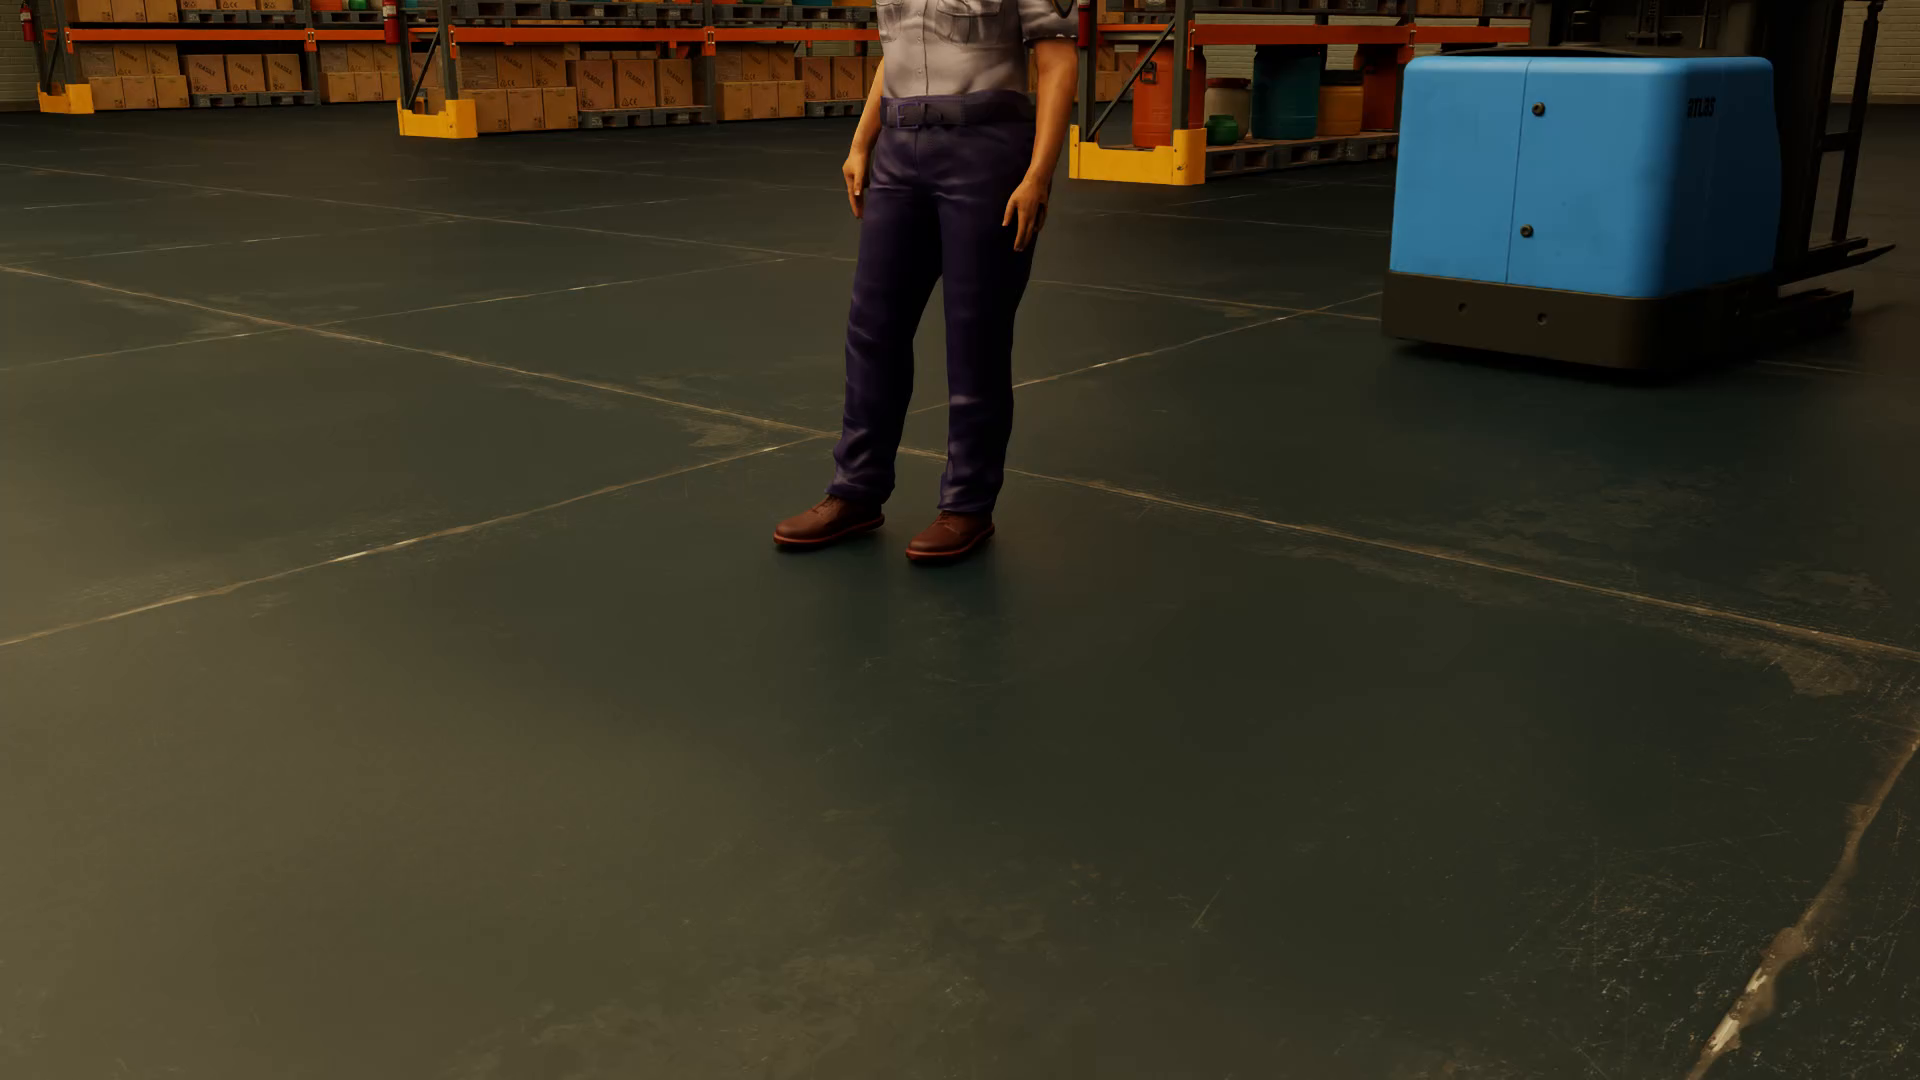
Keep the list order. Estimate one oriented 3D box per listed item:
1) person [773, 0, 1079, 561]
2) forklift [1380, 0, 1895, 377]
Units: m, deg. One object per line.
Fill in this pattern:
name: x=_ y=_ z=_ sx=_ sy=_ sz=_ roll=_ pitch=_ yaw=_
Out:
person: x=-0.074 y=-0.780 z=3.648 sx=0.598 sy=1.651 sz=0.503 roll=13 pitch=21 yaw=37
forklift: x=2.983 y=-2.307 z=6.496 sx=3.031 sy=2.935 sz=1.130 roll=-16 pitch=23 yaw=-42
